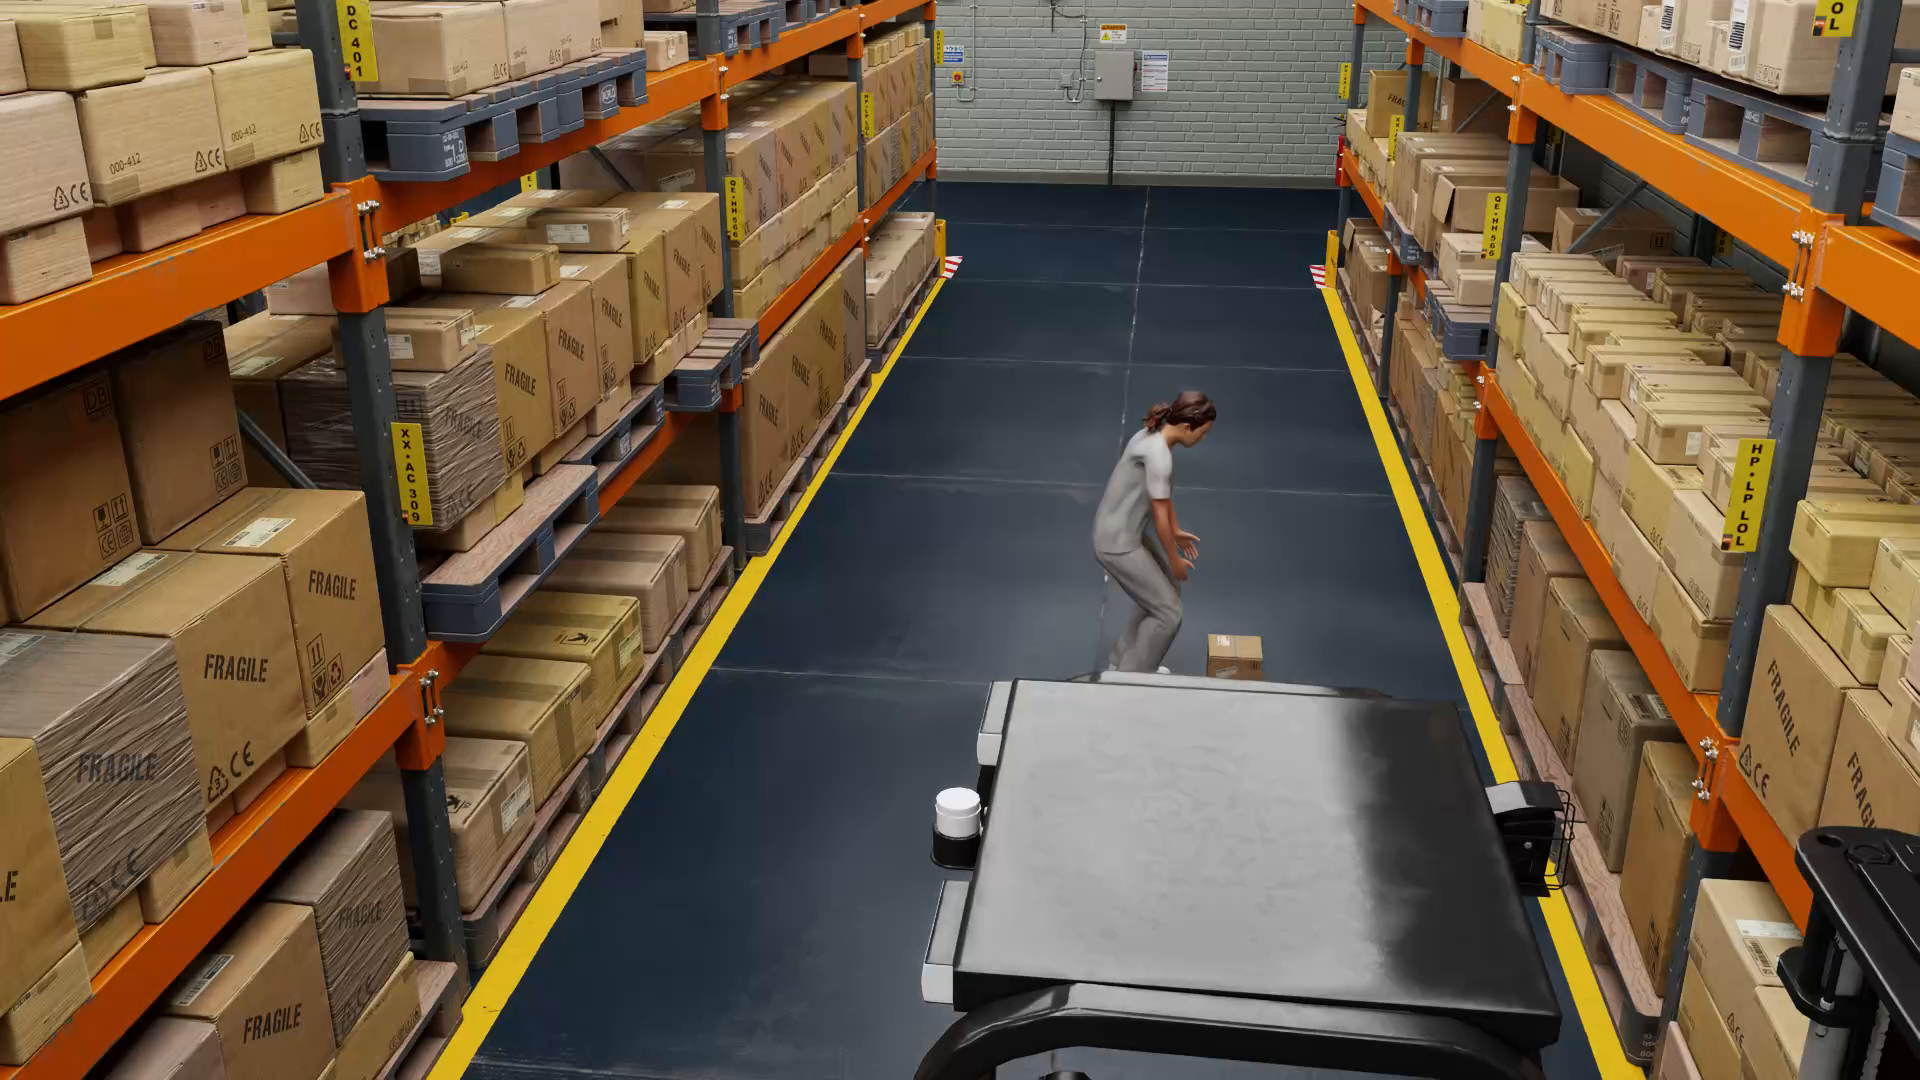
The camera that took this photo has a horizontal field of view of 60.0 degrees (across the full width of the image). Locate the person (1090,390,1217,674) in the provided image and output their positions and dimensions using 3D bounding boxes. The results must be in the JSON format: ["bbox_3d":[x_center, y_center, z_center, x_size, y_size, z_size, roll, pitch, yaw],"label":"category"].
[{"bbox_3d":[0.892,0.013,7.816,0.553,1.493,0.486,3,21,7],"label":"person"}]
